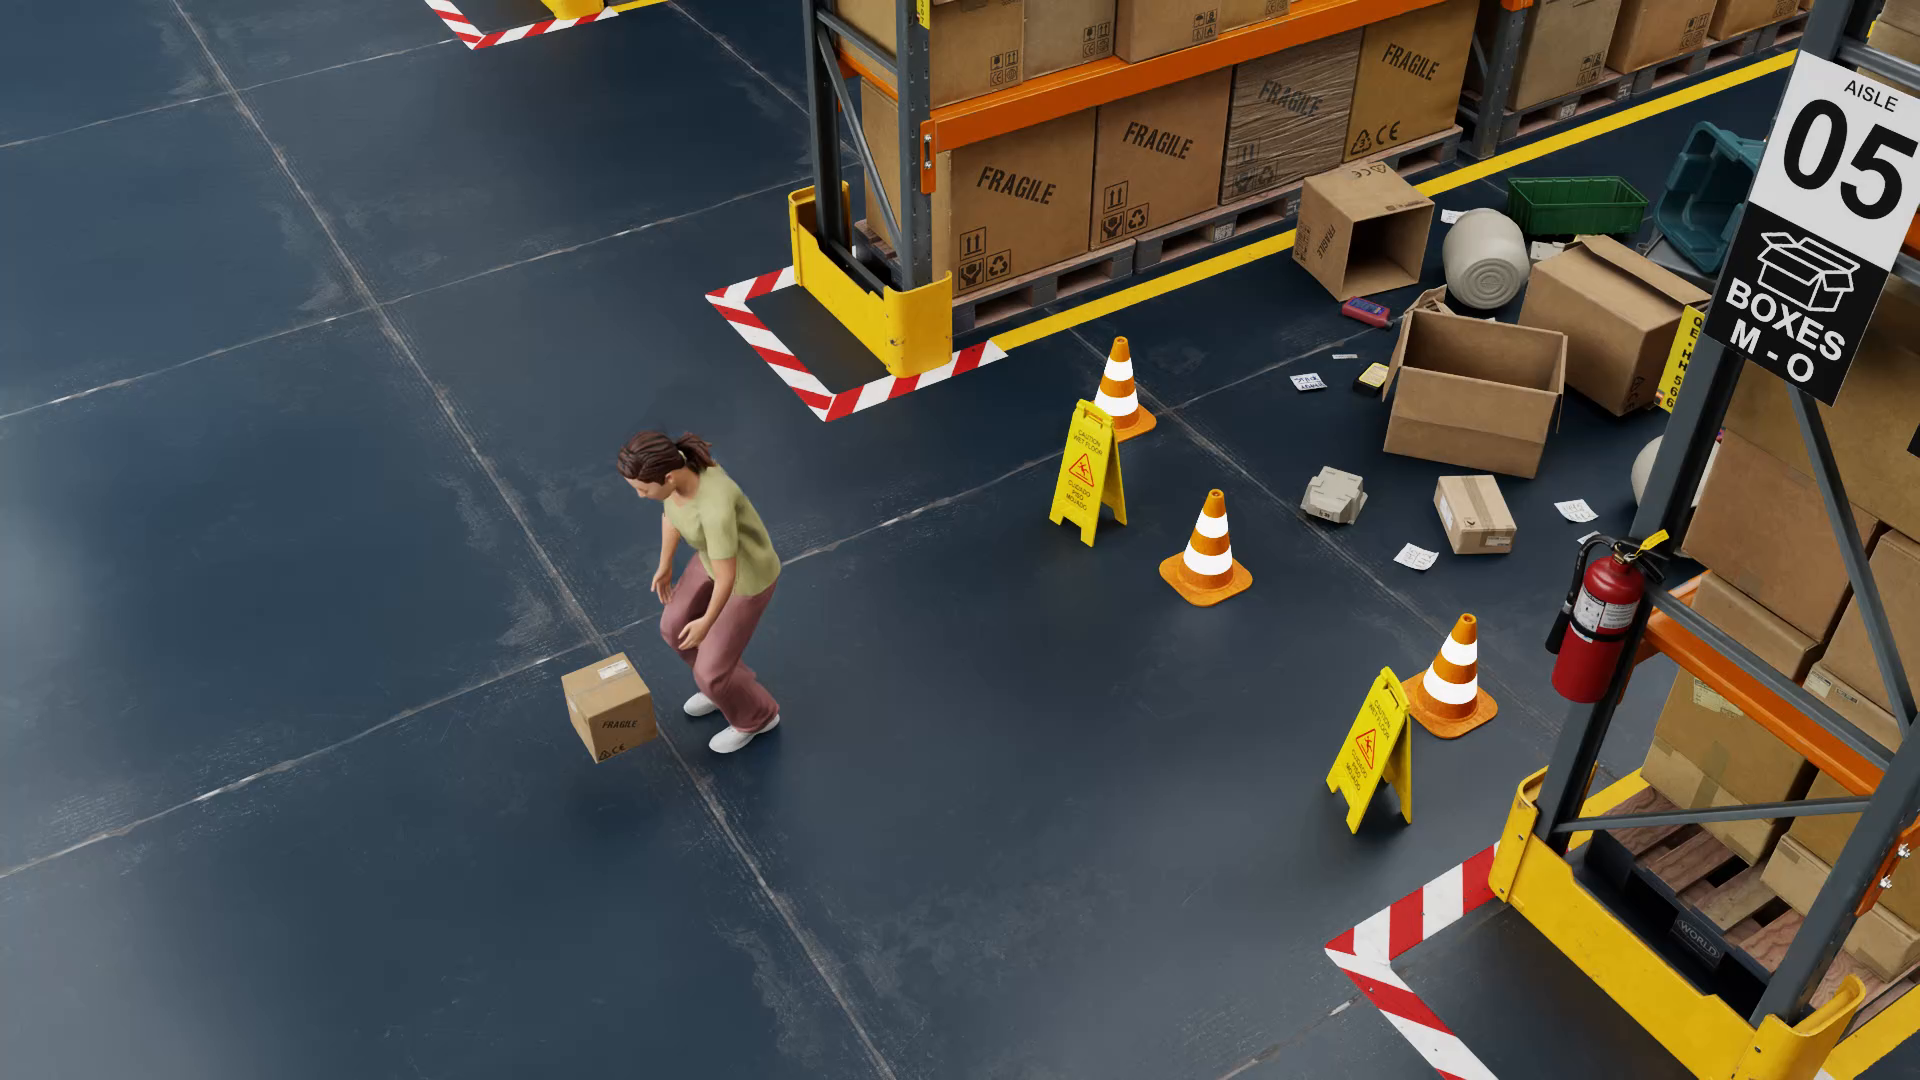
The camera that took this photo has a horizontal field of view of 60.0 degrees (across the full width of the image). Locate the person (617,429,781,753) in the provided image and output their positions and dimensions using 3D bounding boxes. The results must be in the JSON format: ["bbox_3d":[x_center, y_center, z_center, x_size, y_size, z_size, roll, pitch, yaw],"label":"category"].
[{"bbox_3d":[-0.915,0.167,6.096,0.533,1.515,0.498,-22,46,-23],"label":"person"}]
